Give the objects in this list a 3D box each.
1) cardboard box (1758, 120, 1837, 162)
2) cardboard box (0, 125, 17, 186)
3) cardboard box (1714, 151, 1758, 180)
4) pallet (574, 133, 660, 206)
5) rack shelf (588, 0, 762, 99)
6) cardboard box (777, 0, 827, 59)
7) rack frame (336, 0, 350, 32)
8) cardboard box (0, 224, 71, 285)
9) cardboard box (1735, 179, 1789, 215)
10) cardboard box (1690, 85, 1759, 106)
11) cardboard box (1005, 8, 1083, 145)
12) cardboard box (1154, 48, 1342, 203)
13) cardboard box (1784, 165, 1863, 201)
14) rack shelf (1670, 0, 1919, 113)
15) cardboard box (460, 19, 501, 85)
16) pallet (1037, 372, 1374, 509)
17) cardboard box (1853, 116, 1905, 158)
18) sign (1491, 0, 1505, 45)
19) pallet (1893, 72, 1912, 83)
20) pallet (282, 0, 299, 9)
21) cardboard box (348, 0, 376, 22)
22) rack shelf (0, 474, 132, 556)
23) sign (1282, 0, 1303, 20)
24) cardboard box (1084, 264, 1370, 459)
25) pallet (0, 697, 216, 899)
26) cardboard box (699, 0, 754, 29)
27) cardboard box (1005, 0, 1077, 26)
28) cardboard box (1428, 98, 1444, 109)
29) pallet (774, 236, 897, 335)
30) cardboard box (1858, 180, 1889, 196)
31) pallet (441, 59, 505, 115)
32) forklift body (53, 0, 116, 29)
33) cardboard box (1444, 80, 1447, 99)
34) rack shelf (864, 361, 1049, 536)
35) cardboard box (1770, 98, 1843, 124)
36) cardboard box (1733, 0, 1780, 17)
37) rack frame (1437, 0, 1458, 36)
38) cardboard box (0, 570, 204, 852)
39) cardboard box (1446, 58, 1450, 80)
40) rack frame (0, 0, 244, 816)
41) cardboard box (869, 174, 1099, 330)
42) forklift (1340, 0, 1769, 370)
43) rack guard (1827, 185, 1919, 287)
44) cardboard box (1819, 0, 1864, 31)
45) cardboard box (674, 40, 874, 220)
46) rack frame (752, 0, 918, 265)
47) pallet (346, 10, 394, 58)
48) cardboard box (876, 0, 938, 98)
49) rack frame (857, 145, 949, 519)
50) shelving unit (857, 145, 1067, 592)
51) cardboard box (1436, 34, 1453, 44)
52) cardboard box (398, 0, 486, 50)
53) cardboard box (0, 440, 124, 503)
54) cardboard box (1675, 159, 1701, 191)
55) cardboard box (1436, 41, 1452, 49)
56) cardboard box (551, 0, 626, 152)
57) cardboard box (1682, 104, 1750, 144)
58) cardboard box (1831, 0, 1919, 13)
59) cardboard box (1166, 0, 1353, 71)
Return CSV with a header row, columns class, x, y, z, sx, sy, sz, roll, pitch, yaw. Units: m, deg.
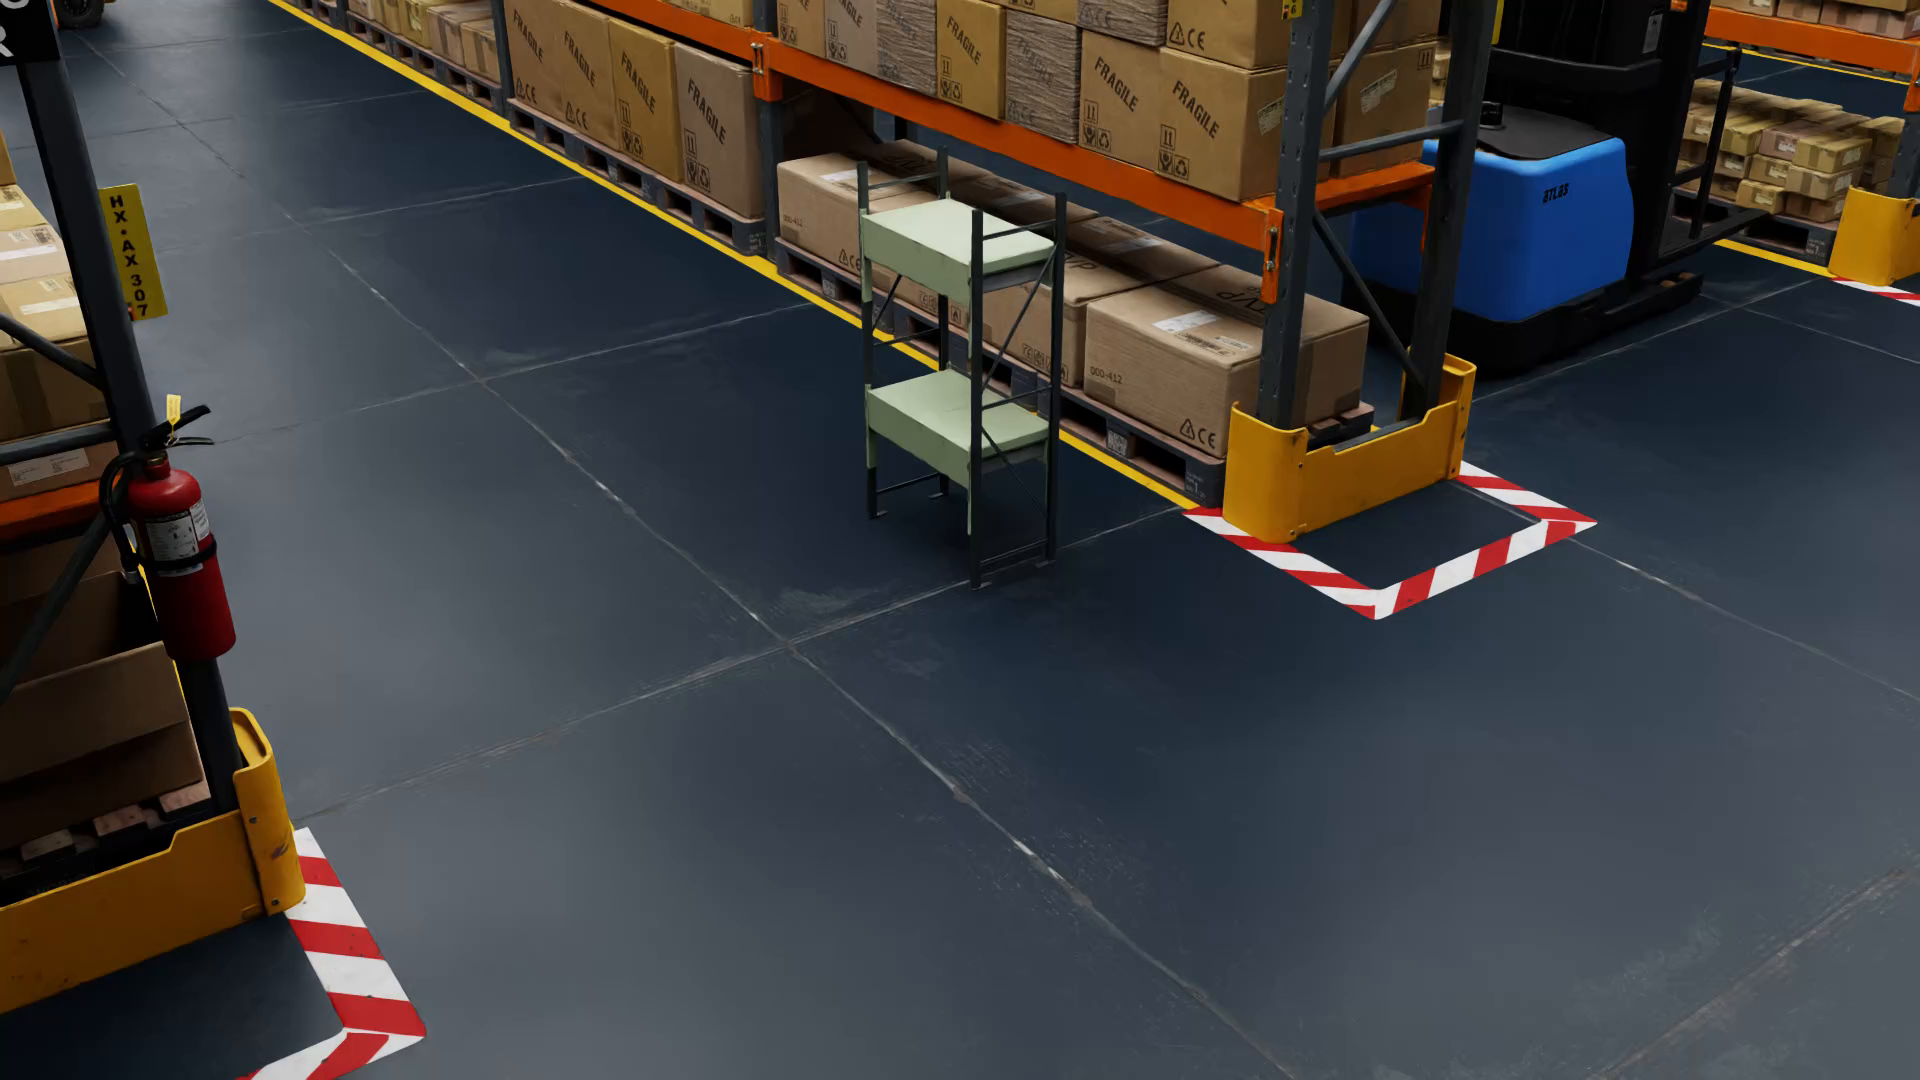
class,x,y,z,sx,sy,sz,roll,pitch,yaw
cardboard box,4.989,-2.376,9.907,0.380,0.149,0.250,-18,33,-30
cardboard box,-3.327,-1.377,5.203,0.500,0.500,0.500,-18,33,-29
cardboard box,4.760,-2.324,10.122,0.380,0.149,0.250,-20,35,-33
pallet,-1.913,-2.608,11.331,1.003,0.211,1.213,-19,34,-31
rack shelf,-1.852,-3.541,10.881,1.077,0.370,4.000,-19,34,-31
cardboard box,-0.633,-2.868,8.784,0.500,0.500,0.500,-18,33,-29
rack frame,-5.333,-6.190,15.004,1.000,3.000,0.127,-19,34,-31
cardboard box,-2.750,-0.661,4.669,0.500,0.250,0.500,-18,33,-30
cardboard box,4.895,-2.085,9.993,0.380,0.149,0.250,-18,33,-29
cardboard box,4.910,-2.816,10.716,0.380,0.149,0.250,-17,33,-29
cardboard box,0.547,-2.079,7.331,0.500,0.500,0.500,-18,33,-29
cardboard box,1.133,-1.683,6.600,0.500,0.500,0.500,-19,34,-30
cardboard box,5.063,-2.123,9.751,0.380,0.149,0.250,-20,34,-32
rack shelf,4.441,-3.395,10.613,1.077,0.370,4.000,-19,34,-31
cardboard box,-3.332,-3.887,13.077,0.950,0.372,0.625,-21,35,-34
pallet,1.100,-0.588,7.612,1.003,0.211,1.213,-19,34,-31
cardboard box,5.574,-2.425,9.996,0.380,0.149,0.250,-21,35,-33
sign,2.084,-2.091,6.467,0.100,0.325,0.005,-19,34,-31
pallet,8.469,-3.805,13.536,1.003,0.211,1.213,-19,34,-31
pallet,-6.463,-5.690,17.006,1.003,0.211,1.213,-19,34,-31
cardboard box,-5.026,-5.016,15.157,0.950,0.372,0.625,-18,33,-30
rack shelf,-3.573,-0.610,5.484,1.077,0.370,4.000,-19,34,-31
sign,1.178,-1.993,5.814,0.100,0.325,0.005,-19,34,-31
cardboard box,1.164,-0.812,7.347,0.875,0.438,0.875,-20,34,-32
pallet,-2.920,0.737,5.171,1.003,0.211,1.213,-19,34,-31
cardboard box,-1.158,-3.118,9.506,0.500,0.250,0.500,-20,34,-32
cardboard box,0.543,-2.517,7.090,0.500,0.500,0.500,-19,34,-31
cardboard box,3.385,-3.087,11.838,0.380,0.149,0.250,-18,33,-29
pallet,-0.315,-1.537,9.359,1.003,0.211,1.213,-19,34,-31
cardboard box,5.558,-2.158,10.128,0.380,0.149,0.250,-18,33,-30
pallet,-3.465,-3.713,13.366,1.003,0.211,1.213,-19,34,-31
forklift body,-9.108,-5.764,15.109,2.313,2.155,1.214,-19,34,-31
cardboard box,3.621,-3.164,11.668,0.380,0.149,0.250,-19,34,-31
rack shelf,-0.004,-0.375,6.552,0.431,0.370,0.720,-19,34,-31
cardboard box,5.275,-2.632,10.378,0.380,0.149,0.250,-19,34,-31
cardboard box,4.744,-3.165,9.698,0.380,0.149,0.250,-18,33,-29
rack frame,3.281,-4.489,11.873,1.000,3.000,0.127,-19,34,-31
cardboard box,-2.691,0.500,4.863,0.797,0.503,0.637,-20,34,-33
cardboard box,3.611,-3.283,11.575,0.380,0.149,0.250,-19,34,-31
rack frame,-2.413,-0.149,3.881,1.000,3.000,0.127,-19,34,-31
cardboard box,0.104,-1.516,8.644,0.875,0.438,0.875,-20,34,-32
forklift,3.451,-2.701,8.653,3.031,2.935,1.130,-22,36,-35
rack guard,5.557,-1.865,9.660,1.175,0.500,0.348,-19,34,-31
cardboard box,5.069,-2.979,9.356,0.380,0.149,0.250,-19,34,-31
cardboard box,-1.117,-2.549,10.087,0.875,0.875,0.875,-18,33,-29
rack frame,-0.692,-3.079,9.277,1.000,3.000,0.127,-19,34,-31
pallet,-4.880,-4.662,15.113,1.003,0.211,1.213,-19,34,-31
cardboard box,-0.062,-2.477,8.062,0.500,0.500,0.500,-19,34,-30
rack frame,-0.216,-0.804,6.659,0.400,1.500,0.023,-19,34,-31
shelving unit,-0.004,-0.662,6.397,0.431,1.500,0.755,-19,34,-31
cardboard box,3.700,-3.616,12.189,0.380,0.149,0.250,-18,33,-29
cardboard box,-4.202,-4.468,14.147,0.950,0.372,0.625,-18,33,-29
cardboard box,-2.380,-0.242,4.316,0.380,0.149,0.250,-19,34,-31
cardboard box,4.658,-2.304,10.396,0.380,0.149,0.250,-18,33,-30
cardboard box,3.312,-3.491,11.959,0.380,0.149,0.250,-17,33,-29
cardboard box,-2.166,-3.246,11.370,0.875,0.875,0.875,-18,33,-30
cardboard box,4.637,-2.560,10.245,0.380,0.149,0.250,-20,34,-33
cardboard box,5.131,-3.212,9.105,0.500,0.500,0.500,-18,33,-30
cardboard box,1.154,-2.129,6.375,0.500,0.500,0.500,-18,33,-29
